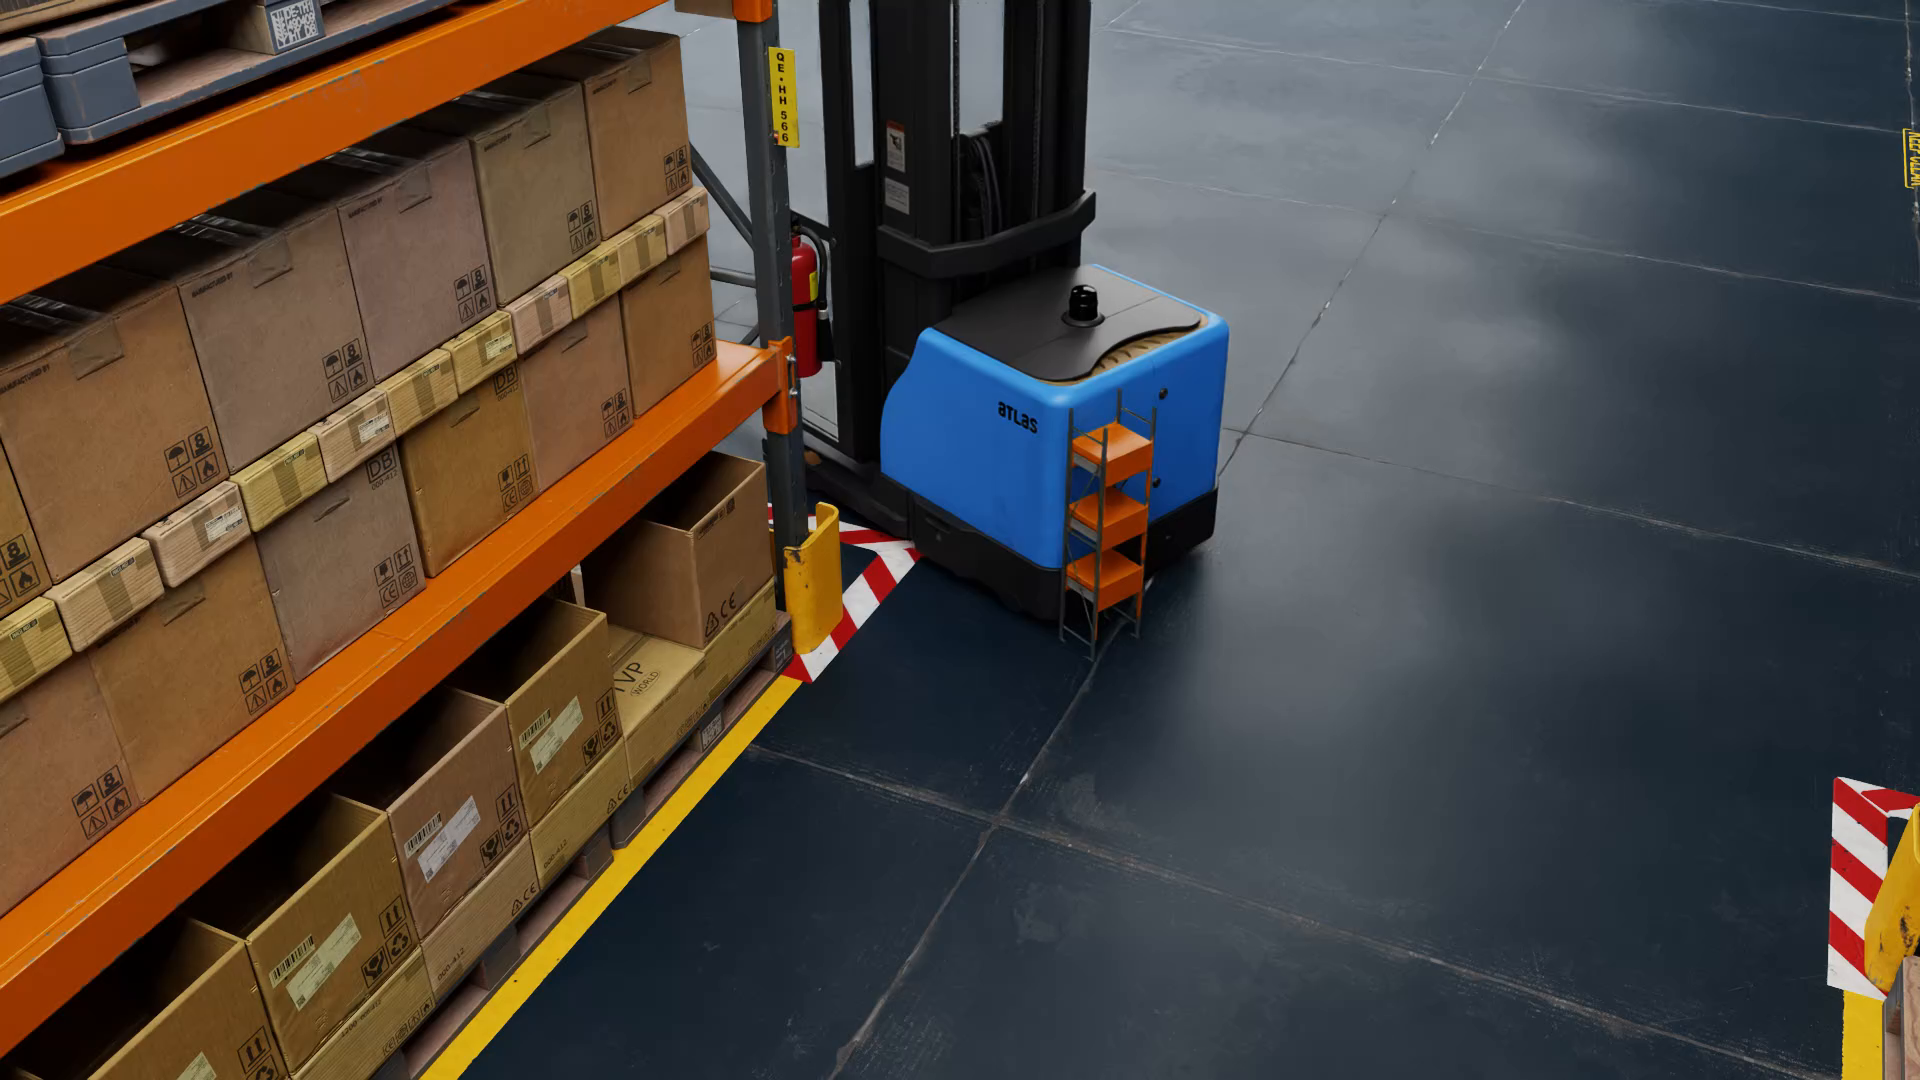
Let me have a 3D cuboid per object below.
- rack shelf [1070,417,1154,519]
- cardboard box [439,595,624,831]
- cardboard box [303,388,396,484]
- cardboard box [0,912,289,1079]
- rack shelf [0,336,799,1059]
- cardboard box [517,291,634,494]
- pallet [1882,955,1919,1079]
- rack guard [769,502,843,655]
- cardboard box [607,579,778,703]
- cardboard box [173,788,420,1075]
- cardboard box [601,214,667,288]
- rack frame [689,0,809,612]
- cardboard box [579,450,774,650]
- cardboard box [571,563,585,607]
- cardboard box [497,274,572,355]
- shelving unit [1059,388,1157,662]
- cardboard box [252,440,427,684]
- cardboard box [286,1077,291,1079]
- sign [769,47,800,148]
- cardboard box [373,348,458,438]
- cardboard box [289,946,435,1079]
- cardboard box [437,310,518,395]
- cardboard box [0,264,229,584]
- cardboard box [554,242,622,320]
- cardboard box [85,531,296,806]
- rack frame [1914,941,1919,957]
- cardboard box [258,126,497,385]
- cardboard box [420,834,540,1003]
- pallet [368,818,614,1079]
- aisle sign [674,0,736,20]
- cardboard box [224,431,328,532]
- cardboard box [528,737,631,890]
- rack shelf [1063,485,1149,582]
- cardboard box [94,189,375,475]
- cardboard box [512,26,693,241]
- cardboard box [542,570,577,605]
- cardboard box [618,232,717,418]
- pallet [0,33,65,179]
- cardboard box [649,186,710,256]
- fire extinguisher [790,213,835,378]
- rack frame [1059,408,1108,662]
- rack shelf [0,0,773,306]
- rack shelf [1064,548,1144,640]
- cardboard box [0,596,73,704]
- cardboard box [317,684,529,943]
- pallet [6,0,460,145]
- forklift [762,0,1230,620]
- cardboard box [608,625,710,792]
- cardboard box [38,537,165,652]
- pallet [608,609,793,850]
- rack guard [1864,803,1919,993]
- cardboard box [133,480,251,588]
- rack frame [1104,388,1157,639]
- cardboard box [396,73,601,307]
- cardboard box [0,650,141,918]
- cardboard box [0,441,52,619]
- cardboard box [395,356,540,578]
[{"bbox_3d":[0.558,-0.271,6.207,0.240,0.259,0.215,-24,40,-32],"label":"rack shelf"},{"bbox_3d":[-1.426,0.499,5.193,0.500,0.500,0.500,14,36,20],"label":"cardboard box"},{"bbox_3d":[-1.700,-0.304,4.295,0.380,0.149,0.250,14,36,20],"label":"cardboard box"},{"bbox_3d":[-2.060,1.245,4.057,0.500,0.500,0.500,14,36,20],"label":"cardboard box"},{"bbox_3d":[-1.903,0.299,4.715,1.077,0.370,4.000,14,36,20],"label":"rack shelf"},{"bbox_3d":[-1.489,-0.548,5.258,0.700,0.500,0.500,15,36,22],"label":"cardboard box"},{"bbox_3d":[3.031,1.737,4.408,1.003,0.211,1.213,14,36,20],"label":"pallet"},{"bbox_3d":[-1.056,0.035,6.740,1.175,0.500,0.348,14,36,20],"label":"rack guard"},{"bbox_3d":[-1.022,0.311,6.164,0.500,0.250,0.500,14,36,20],"label":"cardboard box"},{"bbox_3d":[-1.843,0.998,4.434,0.500,0.500,0.500,14,36,20],"label":"cardboard box"},{"bbox_3d":[-1.162,-0.946,5.275,0.380,0.149,0.250,15,36,22],"label":"cardboard box"},{"bbox_3d":[-1.066,-0.998,6.036,1.000,3.000,0.127,14,36,20],"label":"rack frame"},{"bbox_3d":[-1.021,-0.002,5.958,0.500,0.500,0.500,14,36,20],"label":"cardboard box"},{"bbox_3d":[-1.493,0.192,6.346,0.500,0.250,0.500,14,36,20],"label":"cardboard box"},{"bbox_3d":[-1.376,-0.694,4.890,0.380,0.149,0.250,15,36,21],"label":"cardboard box"},{"bbox_3d":[0.557,-0.044,6.358,0.252,1.050,0.215,-24,40,-32],"label":"shelving unit"},{"bbox_3d":[-1.919,-0.039,4.482,0.700,0.500,0.500,15,36,22],"label":"cardboard box"},{"bbox_3d":[-2.057,1.559,4.261,0.500,0.250,0.500,14,36,20],"label":"cardboard box"},{"bbox_3d":[-0.579,-1.450,5.454,0.100,0.325,0.005,14,36,20],"label":"sign"},{"bbox_3d":[-1.594,-0.432,4.490,0.380,0.149,0.250,15,36,22],"label":"cardboard box"},{"bbox_3d":[-1.843,1.311,4.639,0.500,0.250,0.500,14,36,20],"label":"cardboard box"},{"bbox_3d":[-1.485,-0.563,4.691,0.380,0.149,0.250,15,36,22],"label":"cardboard box"},{"bbox_3d":[-2.140,-0.314,3.719,0.700,0.500,0.500,14,36,20],"label":"cardboard box"},{"bbox_3d":[-1.268,-0.819,5.081,0.380,0.149,0.250,14,36,20],"label":"cardboard box"},{"bbox_3d":[-2.132,0.217,4.093,0.700,0.500,0.500,15,36,21],"label":"cardboard box"},{"bbox_3d":[3.434,0.137,4.306,1.000,3.000,0.127,14,36,20],"label":"rack frame"},{"bbox_3d":[-1.721,-0.812,4.478,0.700,0.500,0.500,14,36,21],"label":"cardboard box"},{"bbox_3d":[-1.639,1.061,5.021,0.500,0.250,0.500,14,36,20],"label":"cardboard box"},{"bbox_3d":[-1.860,1.164,5.282,1.003,0.211,1.213,14,36,20],"label":"pallet"},{"bbox_3d":[-0.772,-2.050,5.271,0.394,0.787,0.004,14,36,20],"label":"aisle sign"},{"bbox_3d":[-1.807,-0.181,4.107,0.380,0.149,0.250,14,36,20],"label":"cardboard box"},{"bbox_3d":[-1.428,0.812,5.400,0.500,0.250,0.500,14,36,20],"label":"cardboard box"},{"bbox_3d":[0.557,-0.035,6.364,0.240,0.259,0.215,-24,40,-32],"label":"rack shelf"},{"bbox_3d":[-1.930,-0.562,4.098,0.700,0.500,0.500,14,36,21],"label":"cardboard box"},{"bbox_3d":[-1.296,-1.326,5.263,0.700,0.500,0.500,14,36,21],"label":"cardboard box"},{"bbox_3d":[-1.700,0.128,5.760,0.500,0.500,0.500,14,36,20],"label":"cardboard box"},{"bbox_3d":[-1.273,-0.810,5.659,0.700,0.500,0.500,14,36,20],"label":"cardboard box"},{"bbox_3d":[-2.407,-0.654,2.857,1.003,0.211,1.213,14,36,20],"label":"pallet"},{"bbox_3d":[-1.053,-1.077,5.474,0.380,0.149,0.250,14,36,20],"label":"cardboard box"},{"bbox_3d":[-0.595,-0.918,5.985,0.296,0.674,0.183,14,36,20],"label":"fire extinguisher"},{"bbox_3d":[0.462,-0.001,6.294,0.008,1.050,0.200,-24,40,-32],"label":"rack frame"},{"bbox_3d":[-1.903,-0.955,3.892,1.077,0.370,4.000,14,36,20],"label":"rack shelf"},{"bbox_3d":[0.556,0.197,6.517,0.240,0.259,0.215,-24,40,-32],"label":"rack shelf"},{"bbox_3d":[-2.132,0.207,3.516,0.380,0.149,0.250,14,36,20],"label":"cardboard box"},{"bbox_3d":[-1.636,0.748,4.814,0.500,0.500,0.500,14,36,20],"label":"cardboard box"},{"bbox_3d":[-1.895,-1.259,3.780,1.003,0.211,1.213,14,36,20],"label":"pallet"},{"bbox_3d":[-0.265,-1.630,7.063,1.130,2.935,3.031,-26,42,-34],"label":"forklift"},{"bbox_3d":[-1.221,0.563,5.781,0.500,0.250,0.500,14,36,20],"label":"cardboard box"},{"bbox_3d":[-2.025,0.083,3.706,0.380,0.149,0.250,13,35,19],"label":"cardboard box"},{"bbox_3d":[-1.348,0.559,6.205,1.003,0.211,1.213,14,36,20],"label":"pallet"},{"bbox_3d":[3.403,1.220,4.934,1.175,0.500,0.348,14,36,20],"label":"rack guard"},{"bbox_3d":[-1.916,-0.051,3.909,0.380,0.149,0.250,13,35,19],"label":"cardboard box"},{"bbox_3d":[0.652,-0.086,6.422,0.008,1.050,0.200,-24,40,-32],"label":"rack frame"},{"bbox_3d":[-1.511,-1.063,4.862,0.700,0.500,0.500,13,36,19],"label":"cardboard box"},{"bbox_3d":[-2.345,0.466,3.713,0.700,0.500,0.500,14,36,20],"label":"cardboard box"},{"bbox_3d":[-2.350,-0.064,3.339,0.700,0.500,0.500,14,36,20],"label":"cardboard box"},{"bbox_3d":[-1.702,-0.302,4.883,0.700,0.500,0.500,14,36,21],"label":"cardboard box"}]
